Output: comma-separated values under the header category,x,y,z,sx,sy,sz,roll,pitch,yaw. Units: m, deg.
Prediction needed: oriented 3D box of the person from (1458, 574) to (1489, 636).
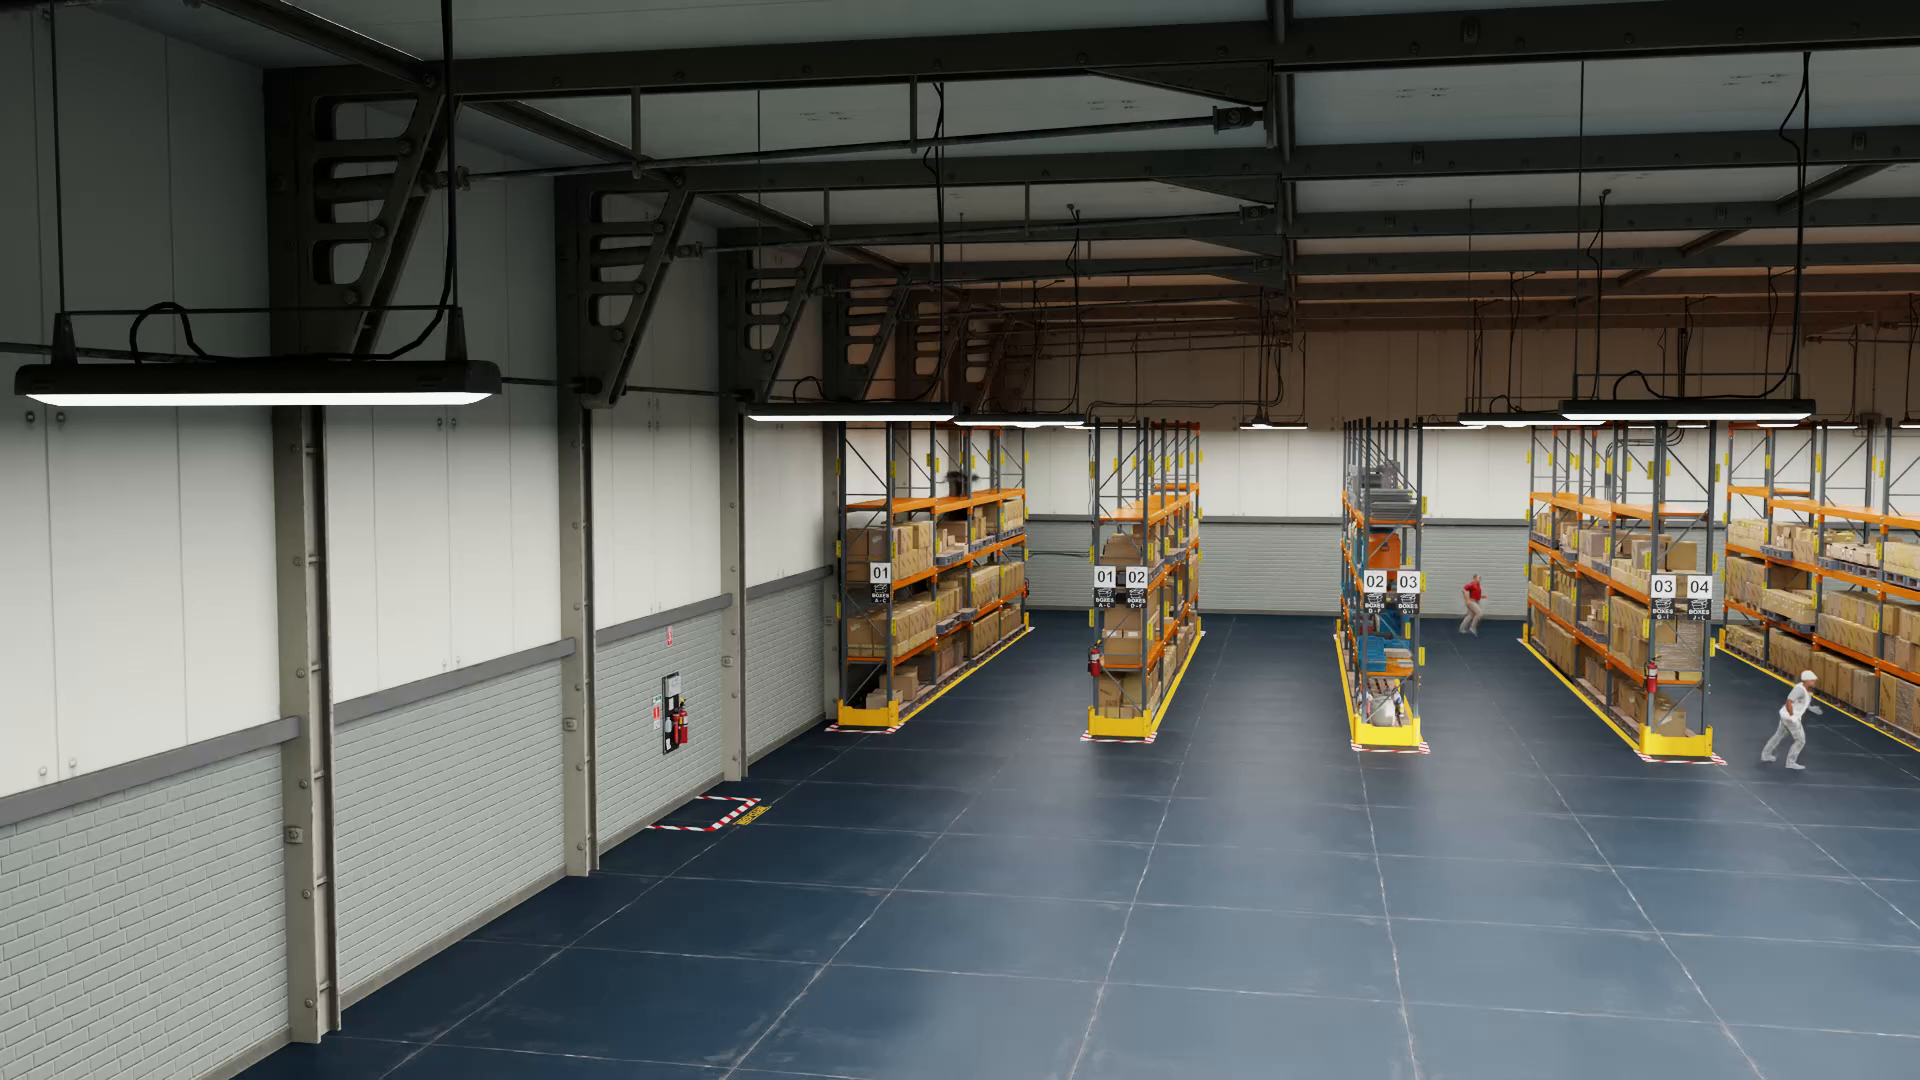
category,x,y,z,sx,sy,sz,roll,pitch,yaw
person,14.551,1.835,47.087,0.839,1.737,0.566,2,4,28

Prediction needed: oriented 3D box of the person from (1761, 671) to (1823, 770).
category,x,y,z,sx,sy,sz,roll,pitch,yaw
person,14.180,3.043,28.325,0.919,1.698,0.719,2,4,25
